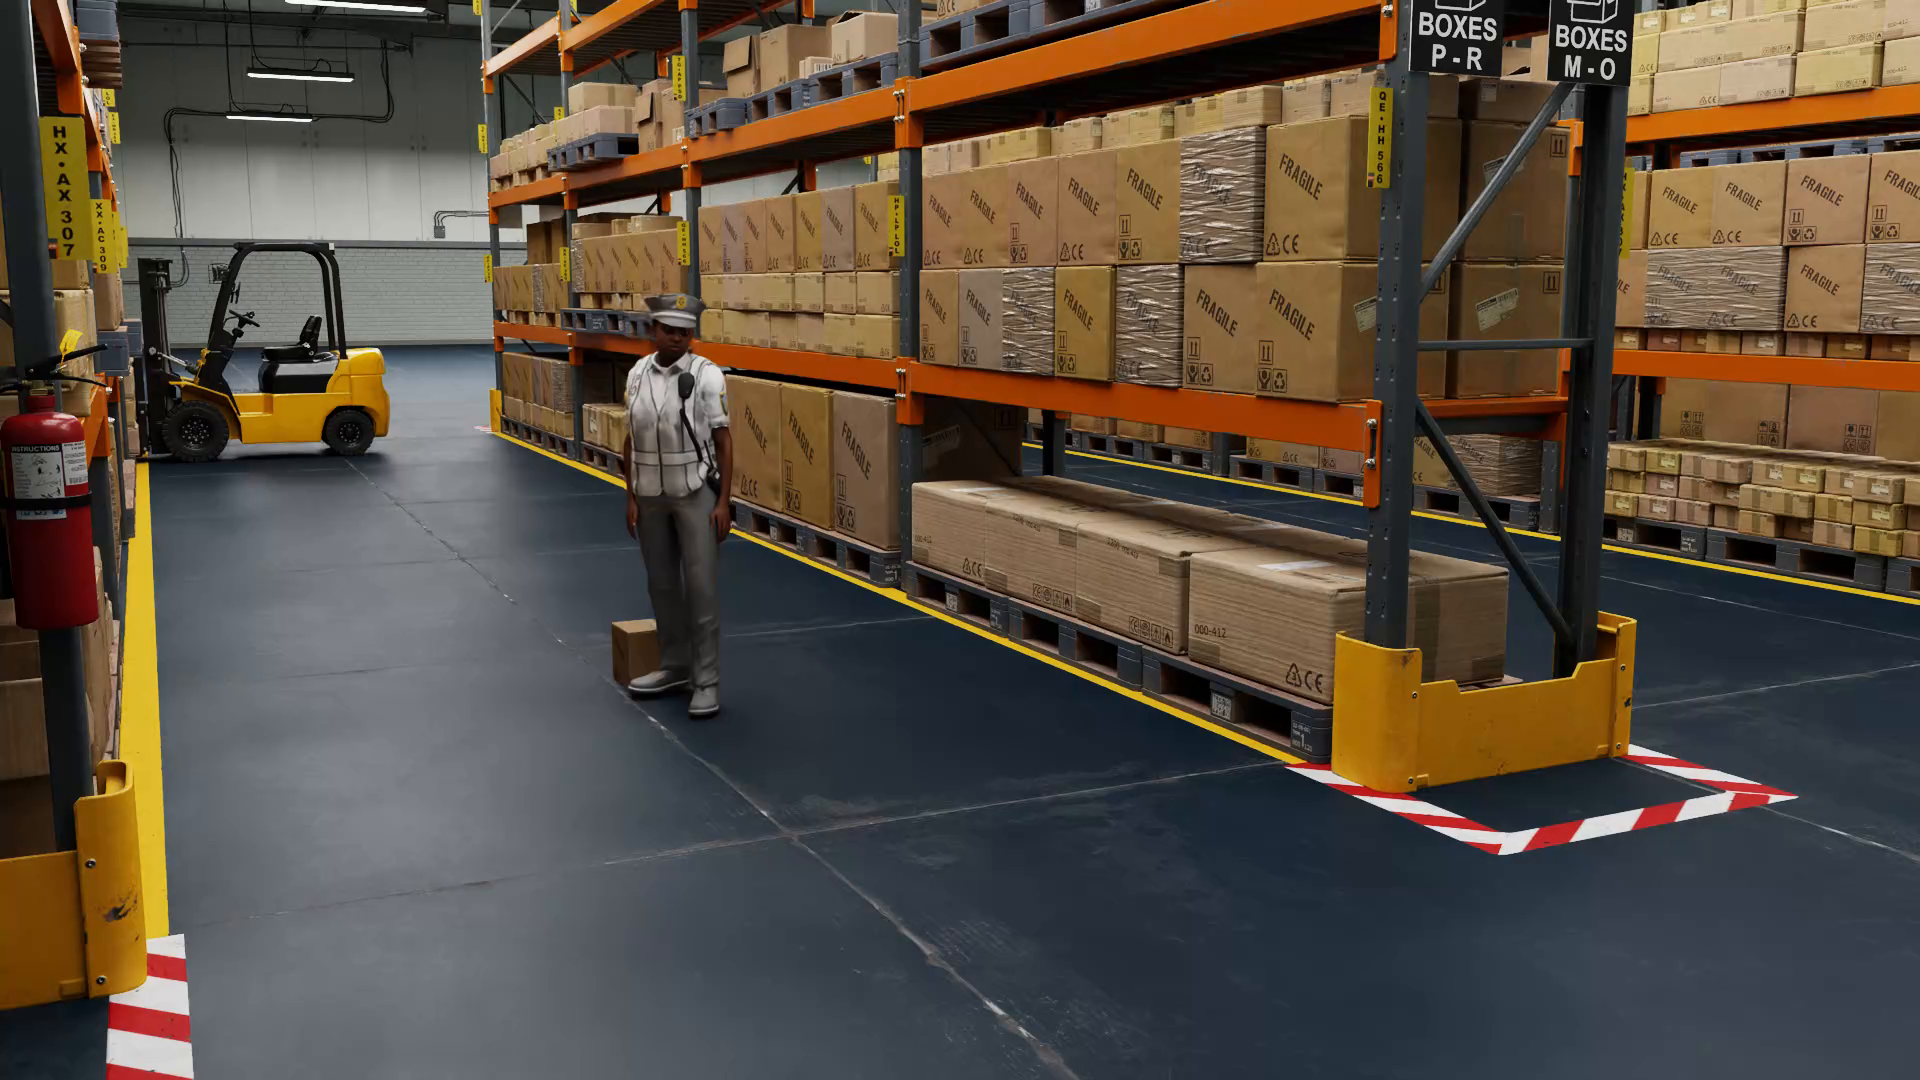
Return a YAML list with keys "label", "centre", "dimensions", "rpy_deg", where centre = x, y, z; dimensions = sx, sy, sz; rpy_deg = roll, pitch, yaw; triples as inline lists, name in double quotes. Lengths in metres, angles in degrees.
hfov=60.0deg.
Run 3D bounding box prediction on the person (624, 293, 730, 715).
- label: "person"
  centre: [-1.165, -0.161, 6.777]
  dimensions: [0.502, 1.670, 0.483]
  rpy_deg: [3, 9, 18]
